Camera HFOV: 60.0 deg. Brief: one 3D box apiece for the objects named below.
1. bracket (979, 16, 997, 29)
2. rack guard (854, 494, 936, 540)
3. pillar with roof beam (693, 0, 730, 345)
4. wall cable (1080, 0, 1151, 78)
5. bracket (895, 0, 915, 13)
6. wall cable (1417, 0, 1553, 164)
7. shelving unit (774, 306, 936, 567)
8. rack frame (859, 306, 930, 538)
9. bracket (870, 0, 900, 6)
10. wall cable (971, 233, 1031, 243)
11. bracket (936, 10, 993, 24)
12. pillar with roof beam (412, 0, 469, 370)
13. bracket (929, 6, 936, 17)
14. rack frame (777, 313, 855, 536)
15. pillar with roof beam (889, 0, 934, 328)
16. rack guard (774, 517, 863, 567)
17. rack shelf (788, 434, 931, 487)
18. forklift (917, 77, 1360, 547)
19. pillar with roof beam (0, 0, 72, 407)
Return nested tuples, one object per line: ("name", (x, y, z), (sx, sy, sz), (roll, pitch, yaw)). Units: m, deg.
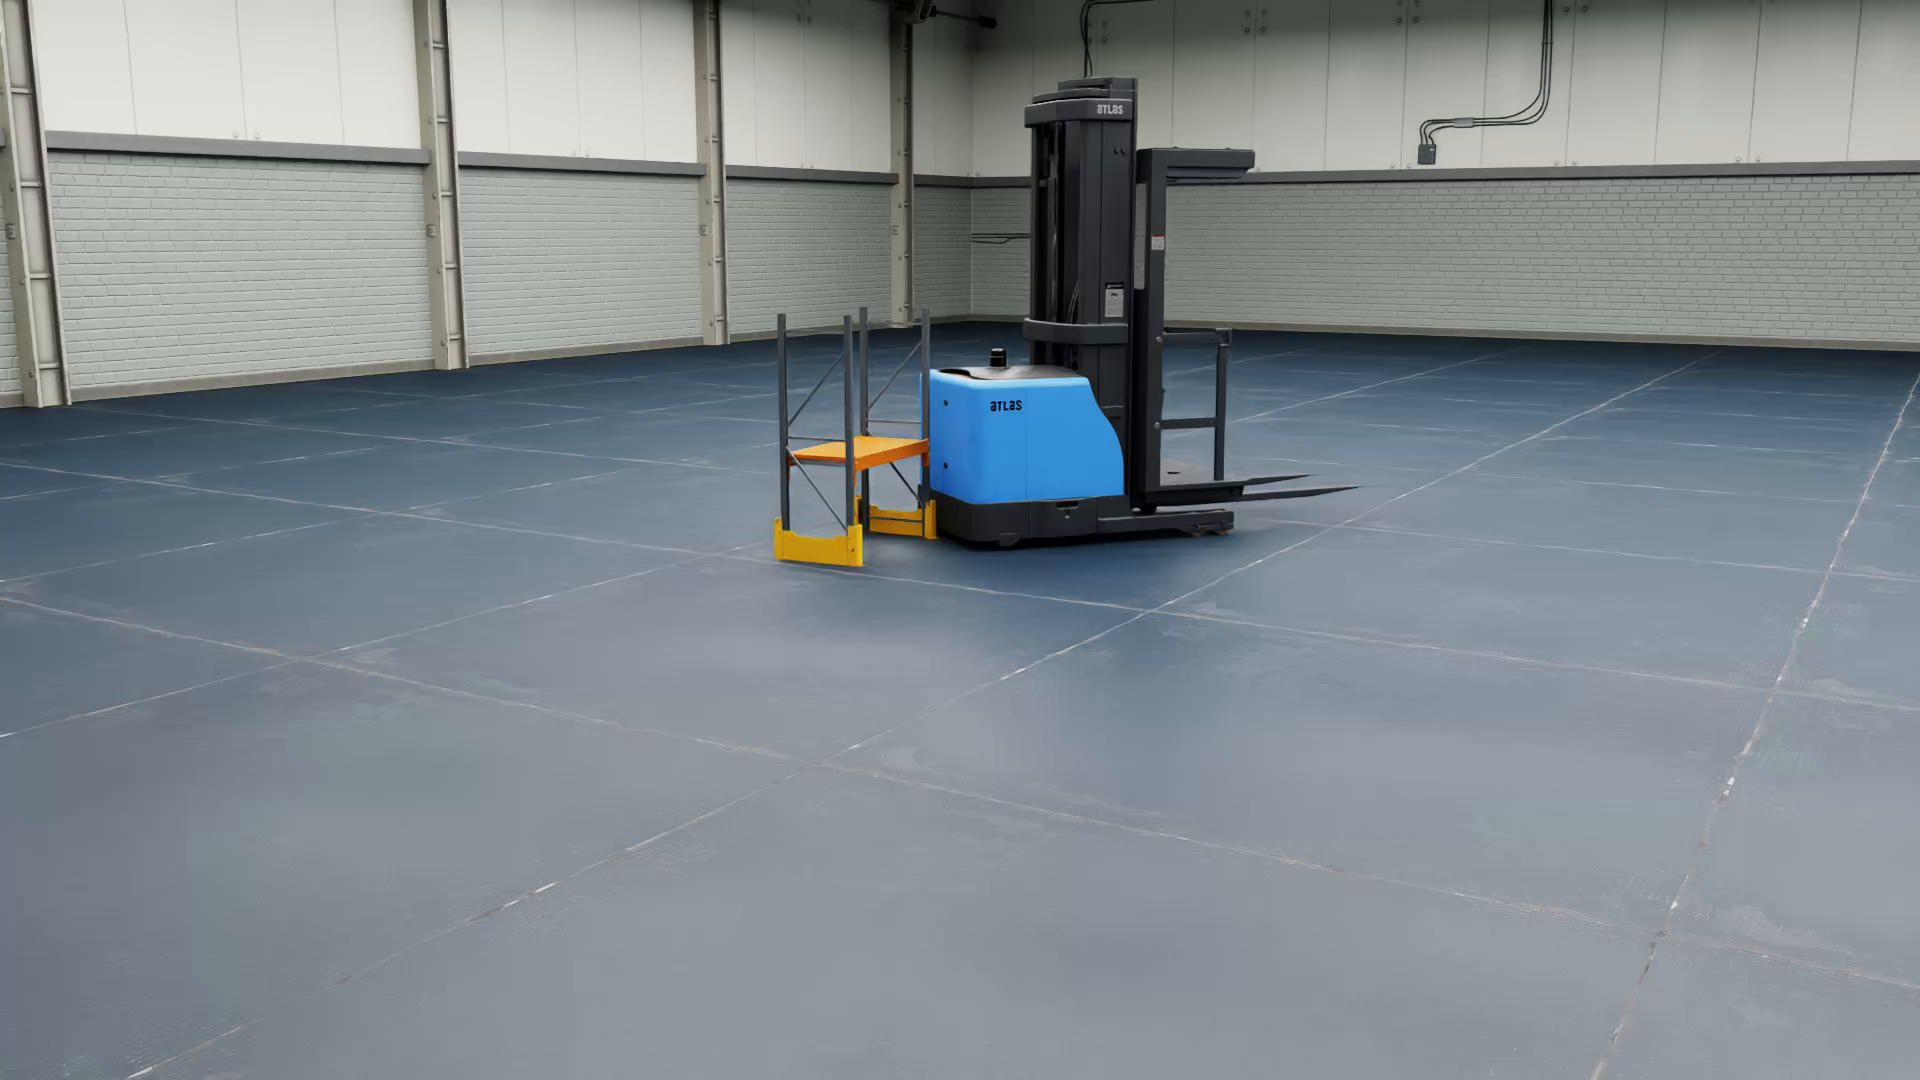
("bracket", (0.574, -10.983, 35.297), (0.235, 0.232, 0.430), (6, 12, 31))
("rack guard", (-0.436, -0.154, 11.011), (0.587, 0.250, 0.087), (5, 12, 25))
("pillar with roof beam", (-0.611, -7.454, 26.232), (9.100, 9.000, 0.400), (6, 12, 31))
("wall cable", (3.797, -9.844, 33.710), (3.097, 2.526, 0.112), (6, 12, 31))
("bracket", (-1.087, -10.479, 32.609), (0.235, 0.232, 0.430), (6, 12, 31))
("wall cable", (9.590, -9.909, 30.099), (2.305, 6.003, 0.169), (6, 12, 31))
("shelving unit", (-0.650, -0.685, 10.454), (0.587, 1.500, 1.083), (5, 12, 25))
("rack frame", (-0.427, -0.771, 10.913), (0.500, 1.500, 0.032), (5, 12, 25))
("bracket", (-2.425, -10.074, 30.444), (0.076, 0.066, 4.783), (6, 12, 31))
("wall cable", (1.485, -7.620, 35.555), (3.097, 2.526, 0.112), (6, 12, 31))
("bracket", (0.268, -10.890, 34.801), (0.076, 0.066, 3.189), (6, 12, 31))
("pillar with roof beam", (-3.726, -6.511, 21.192), (9.100, 9.000, 0.400), (6, 12, 31))
("bracket", (-0.656, -10.610, 33.306), (0.235, 0.232, 0.430), (6, 12, 31))
("rack frame", (-0.865, -0.603, 10.011), (0.500, 1.500, 0.032), (5, 12, 25))
("pillar with roof beam", (2.504, -8.398, 31.273), (9.100, 9.000, 0.548), (6, 12, 31))
("rack guard", (-0.865, 0.012, 10.127), (0.587, 0.250, 0.087), (5, 12, 25))
("rack shelf", (-0.646, -0.510, 10.495), (0.538, 0.185, 1.000), (5, 12, 25))
("forklift", (1.281, -1.547, 11.169), (3.031, 2.935, 1.130), (-4, 11, -22))
("pillar with roof beam", (-6.841, -5.567, 16.152), (9.100, 9.000, 0.400), (6, 12, 31))
